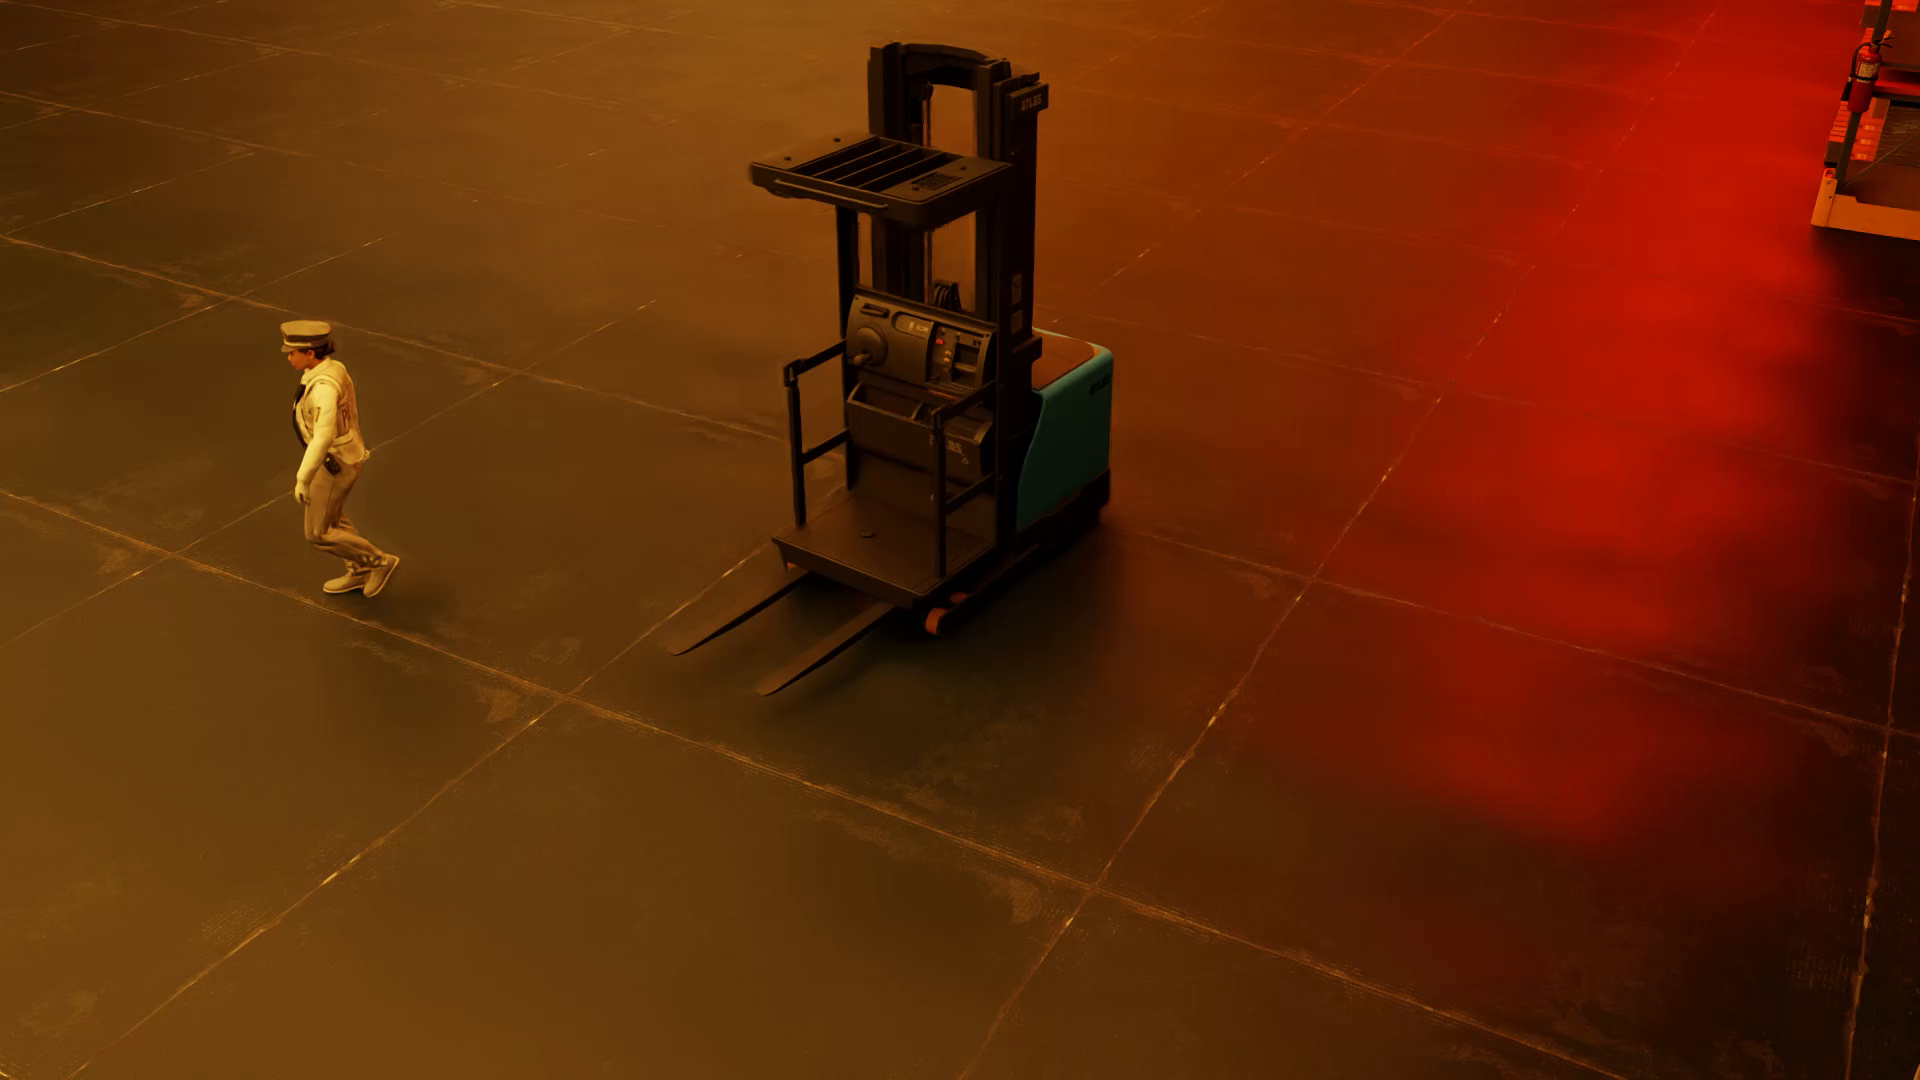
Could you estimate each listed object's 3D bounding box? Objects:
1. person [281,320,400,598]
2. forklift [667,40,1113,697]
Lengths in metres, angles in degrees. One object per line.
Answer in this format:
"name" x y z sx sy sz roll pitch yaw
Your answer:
"person" -3.400 -0.417 9.083 0.459 1.650 0.673 -9 31 -16
"forklift" -0.351 -1.014 8.828 1.130 2.935 3.031 20 35 31
